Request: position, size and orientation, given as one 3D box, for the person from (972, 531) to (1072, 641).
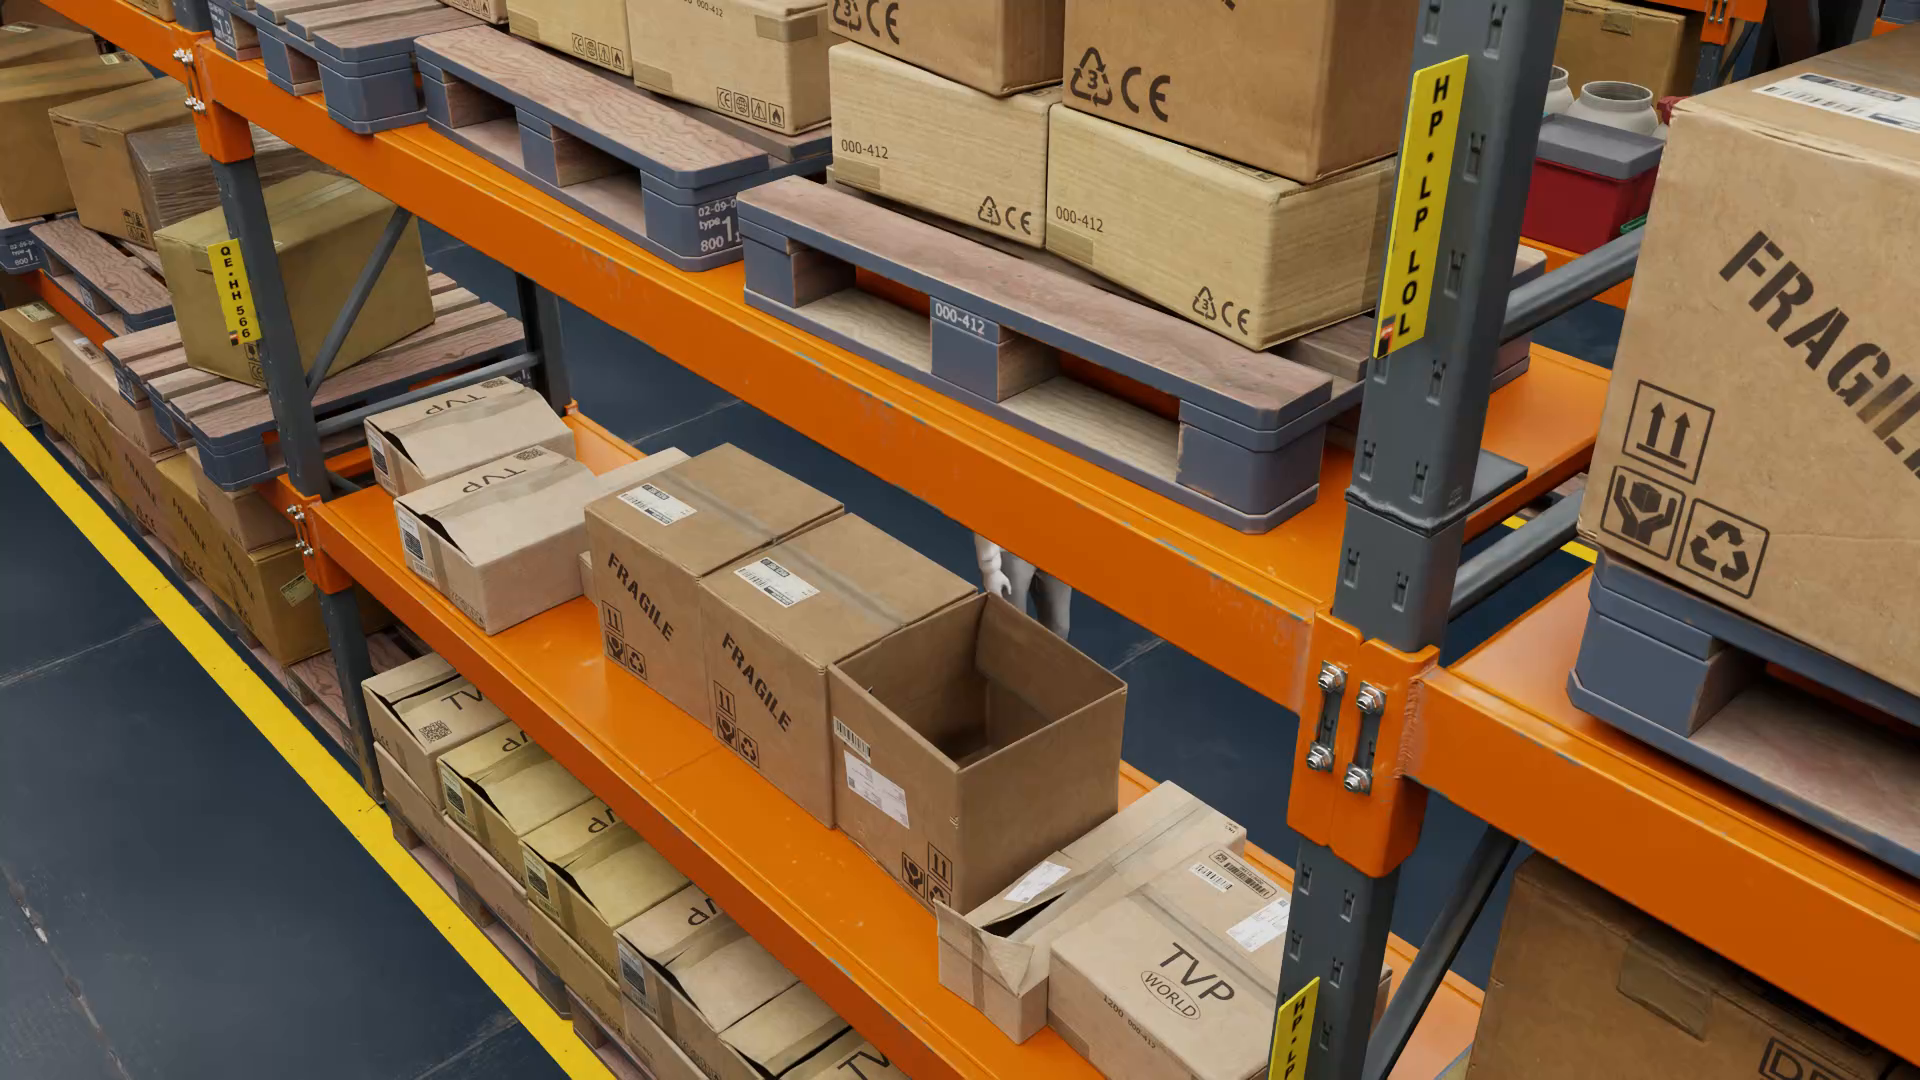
[{"bbox_3d":[0.270,0.032,6.081,0.538,1.663,0.405,-27,41,-36],"label":"person"}]
